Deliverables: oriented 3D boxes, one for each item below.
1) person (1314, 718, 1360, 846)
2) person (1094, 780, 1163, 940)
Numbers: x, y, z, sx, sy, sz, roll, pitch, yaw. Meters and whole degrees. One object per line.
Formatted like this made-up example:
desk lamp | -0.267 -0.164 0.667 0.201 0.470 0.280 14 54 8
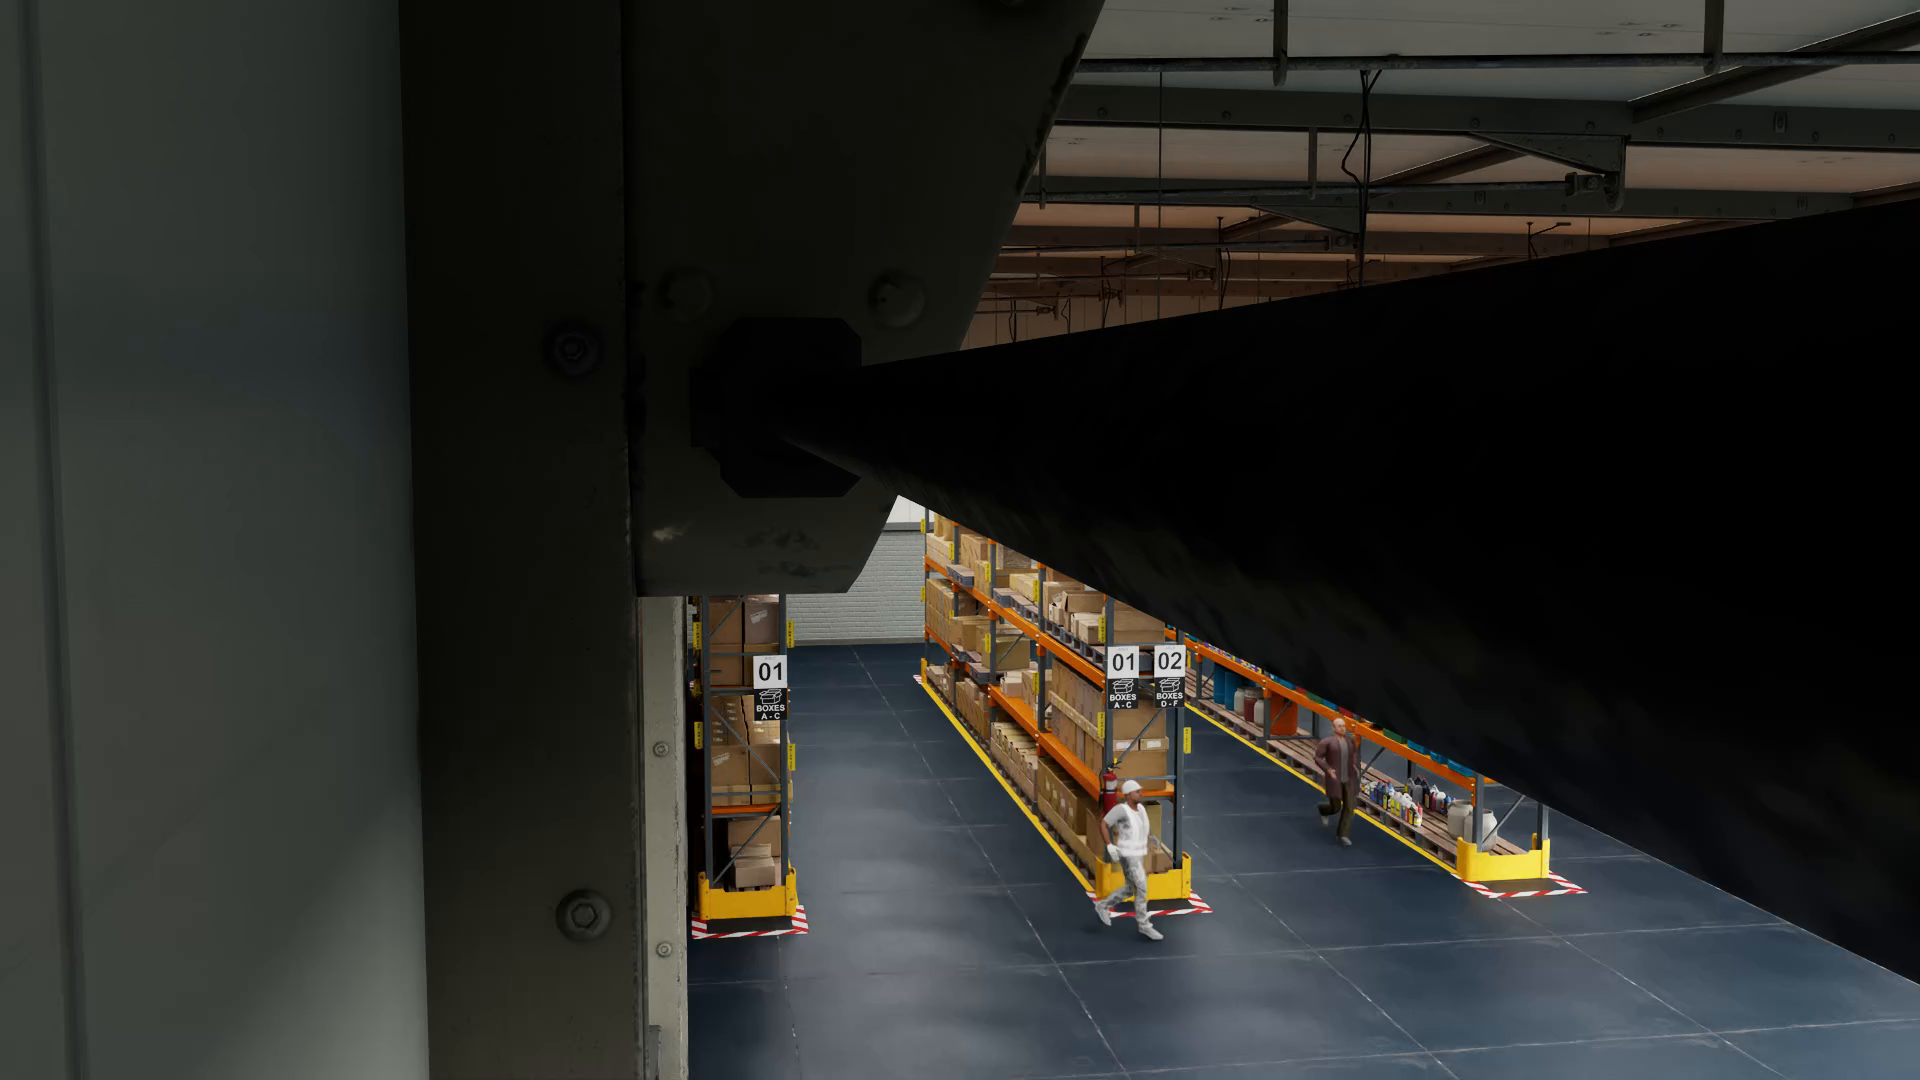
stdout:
person | 5.366 3.400 23.578 0.710 1.736 0.851 -1 5 -14
person | 2.044 3.719 19.562 0.913 1.765 0.724 3 6 32
